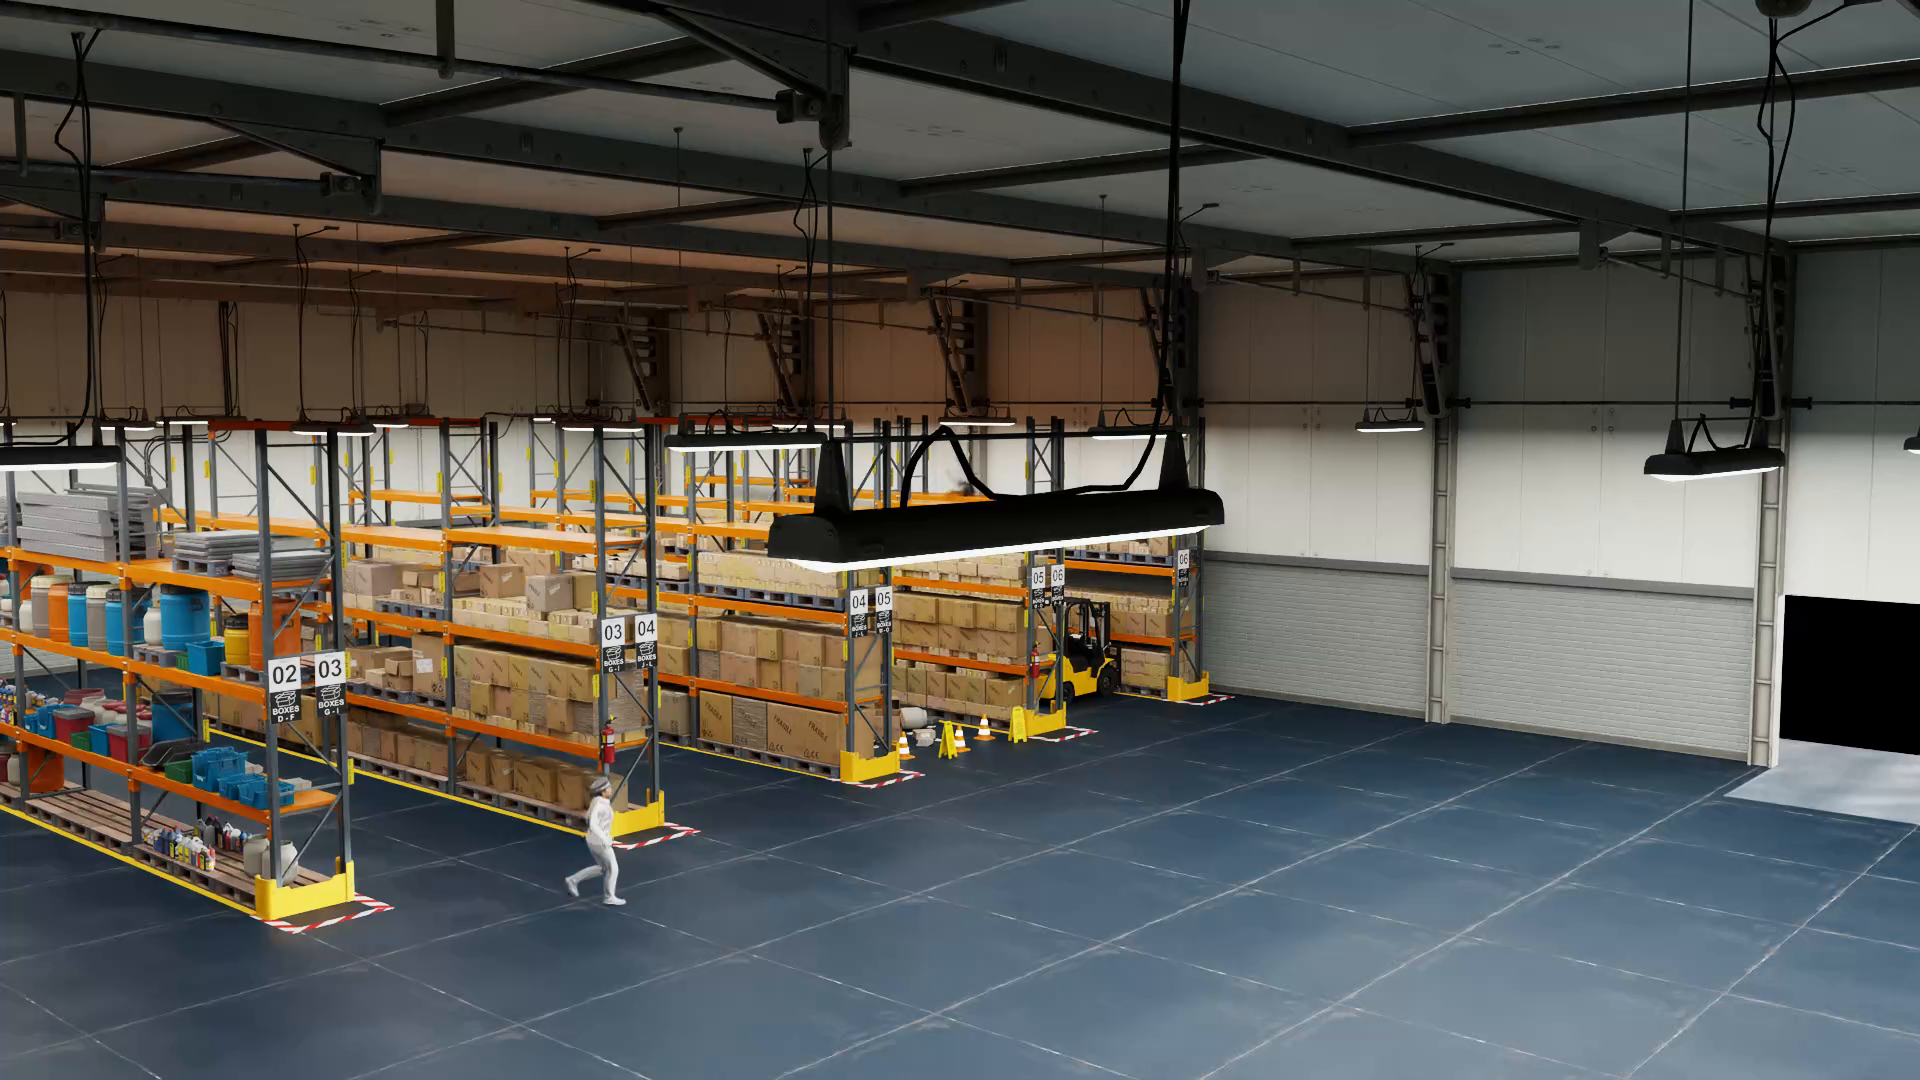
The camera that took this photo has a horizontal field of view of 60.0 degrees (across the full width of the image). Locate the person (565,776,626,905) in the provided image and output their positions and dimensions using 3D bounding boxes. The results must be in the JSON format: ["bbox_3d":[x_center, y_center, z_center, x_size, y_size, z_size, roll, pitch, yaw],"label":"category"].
[{"bbox_3d":[-4.551,3.786,20.795,0.723,1.675,0.643,-2,5,-18],"label":"person"}]

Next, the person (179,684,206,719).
[{"bbox_3d":[-12.941,3.137,27.851,0.803,1.775,0.665,3,6,34],"label":"person"}]

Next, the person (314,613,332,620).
[{"bbox_3d":[-14.691,2.274,38.610,0.719,1.717,0.604,0,5,1],"label":"person"}]
